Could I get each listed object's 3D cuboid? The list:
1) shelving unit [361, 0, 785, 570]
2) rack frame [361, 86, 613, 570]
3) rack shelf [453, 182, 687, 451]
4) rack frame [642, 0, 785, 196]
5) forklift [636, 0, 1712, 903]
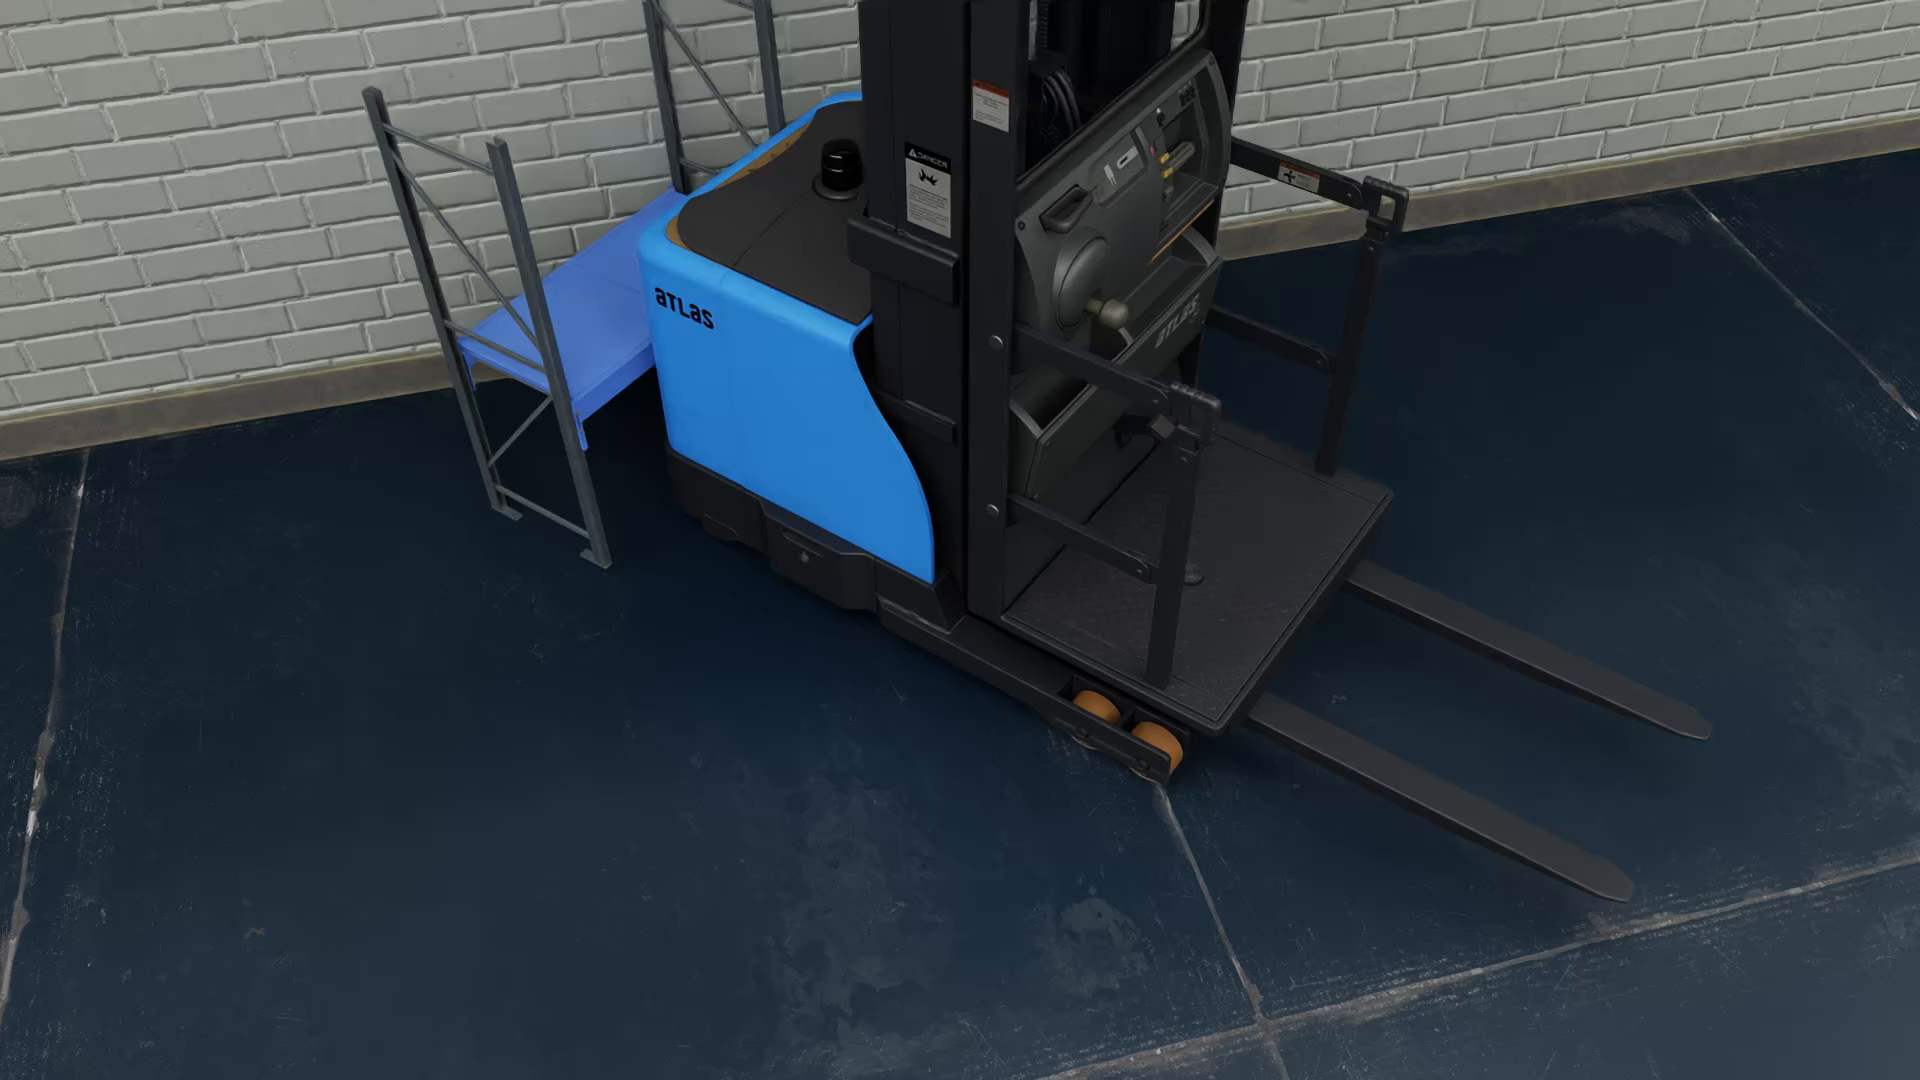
[{"bbox_3d":[-1.022,-0.844,5.013,0.538,1.500,1.048,25,51,25],"label":"shelving unit"},{"bbox_3d":[-1.311,-0.542,4.724,0.500,1.500,0.032,25,51,25],"label":"rack frame"},{"bbox_3d":[-1.017,-0.717,5.140,0.538,0.185,1.000,25,51,25],"label":"rack shelf"},{"bbox_3d":[-0.733,-1.146,5.302,0.500,1.500,0.032,25,51,25],"label":"rack frame"},{"bbox_3d":[0.584,-0.796,3.978,3.031,2.935,1.130,27,51,24],"label":"forklift"}]
